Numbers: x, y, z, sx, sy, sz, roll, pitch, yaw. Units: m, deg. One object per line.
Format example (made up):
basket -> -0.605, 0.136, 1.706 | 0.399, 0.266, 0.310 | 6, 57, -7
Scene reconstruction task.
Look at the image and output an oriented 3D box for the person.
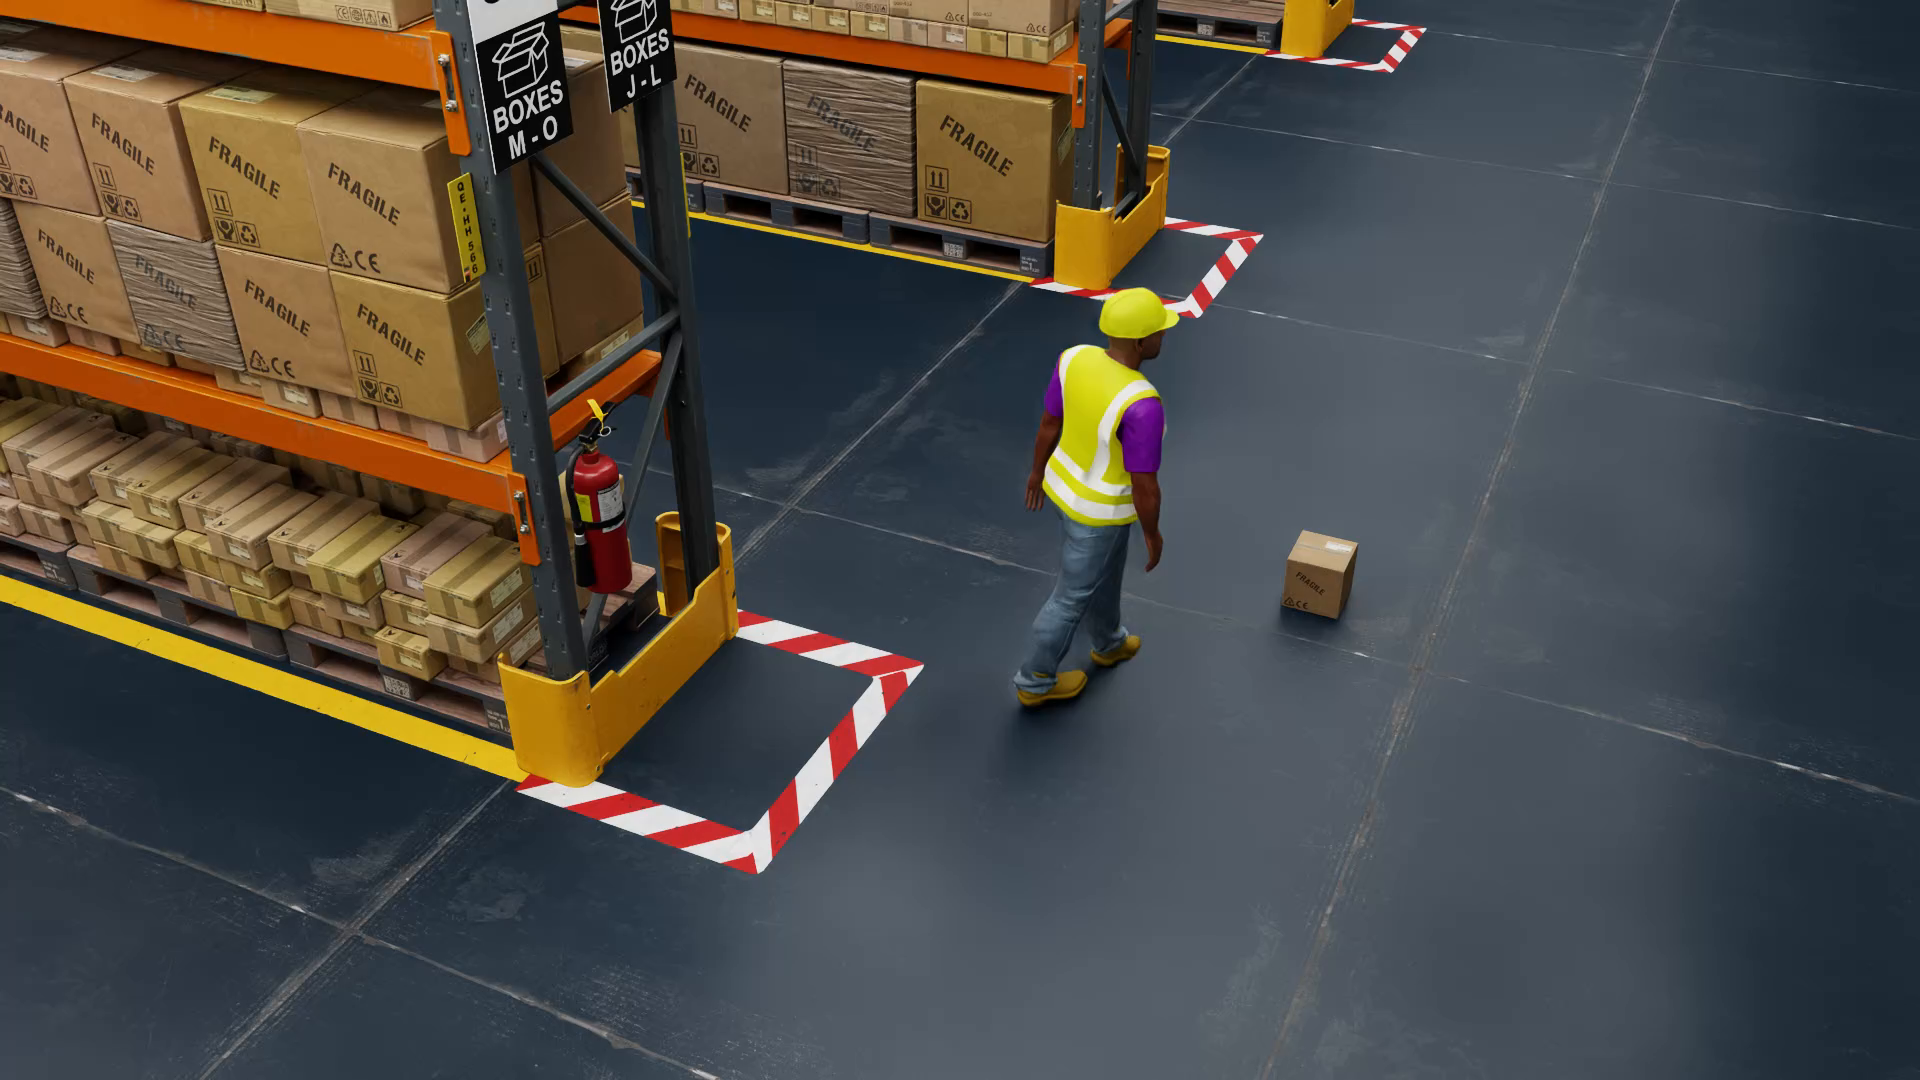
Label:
person -> 0.530, -0.125, 6.328 | 0.695, 1.784, 0.615 | -14, 36, -20
